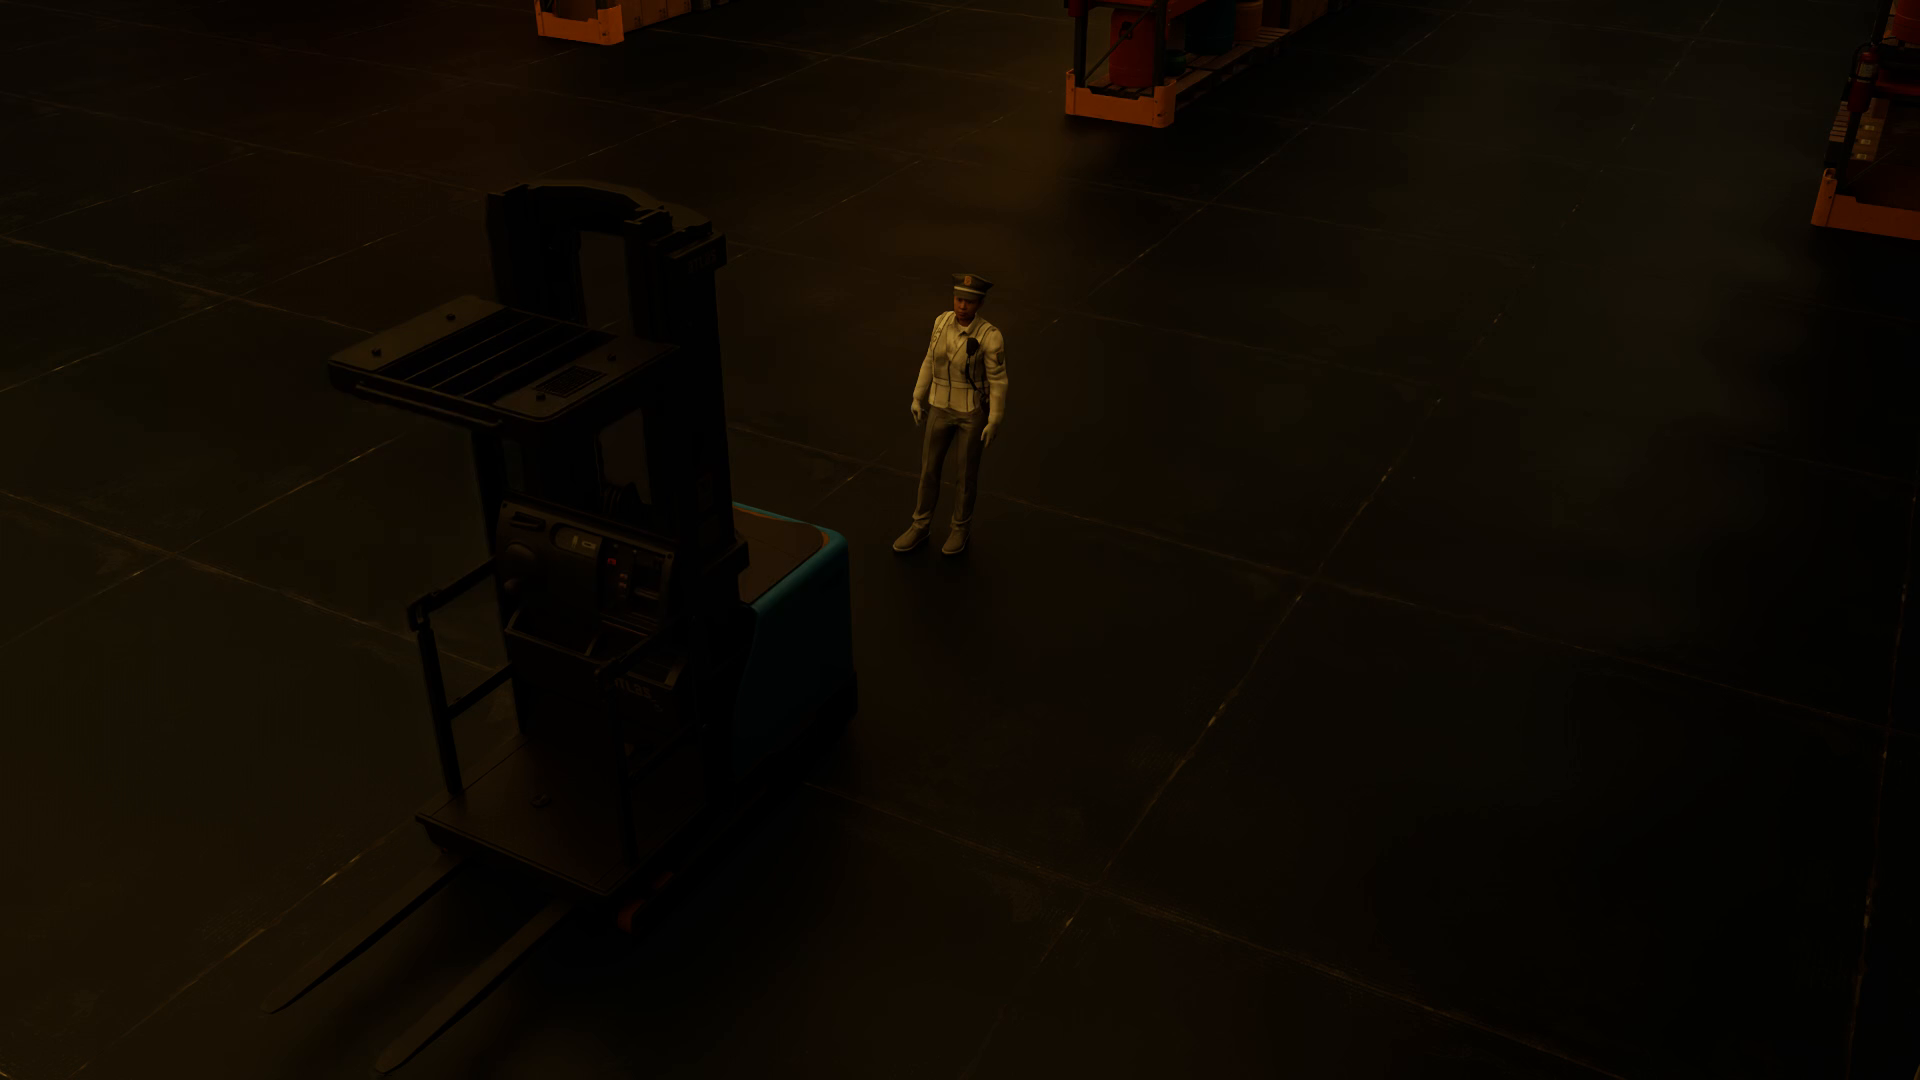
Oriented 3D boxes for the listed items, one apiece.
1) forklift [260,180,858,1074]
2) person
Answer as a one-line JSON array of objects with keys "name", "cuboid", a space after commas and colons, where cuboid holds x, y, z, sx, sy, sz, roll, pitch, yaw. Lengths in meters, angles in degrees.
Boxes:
[{"name": "forklift", "cuboid": [-1.676, 0.154, 6.803, 1.130, 2.935, 3.031, 16, 33, 25]}, {"name": "person", "cuboid": [-0.038, -0.712, 9.527, 0.587, 1.696, 0.534, 15, 33, 25]}]
